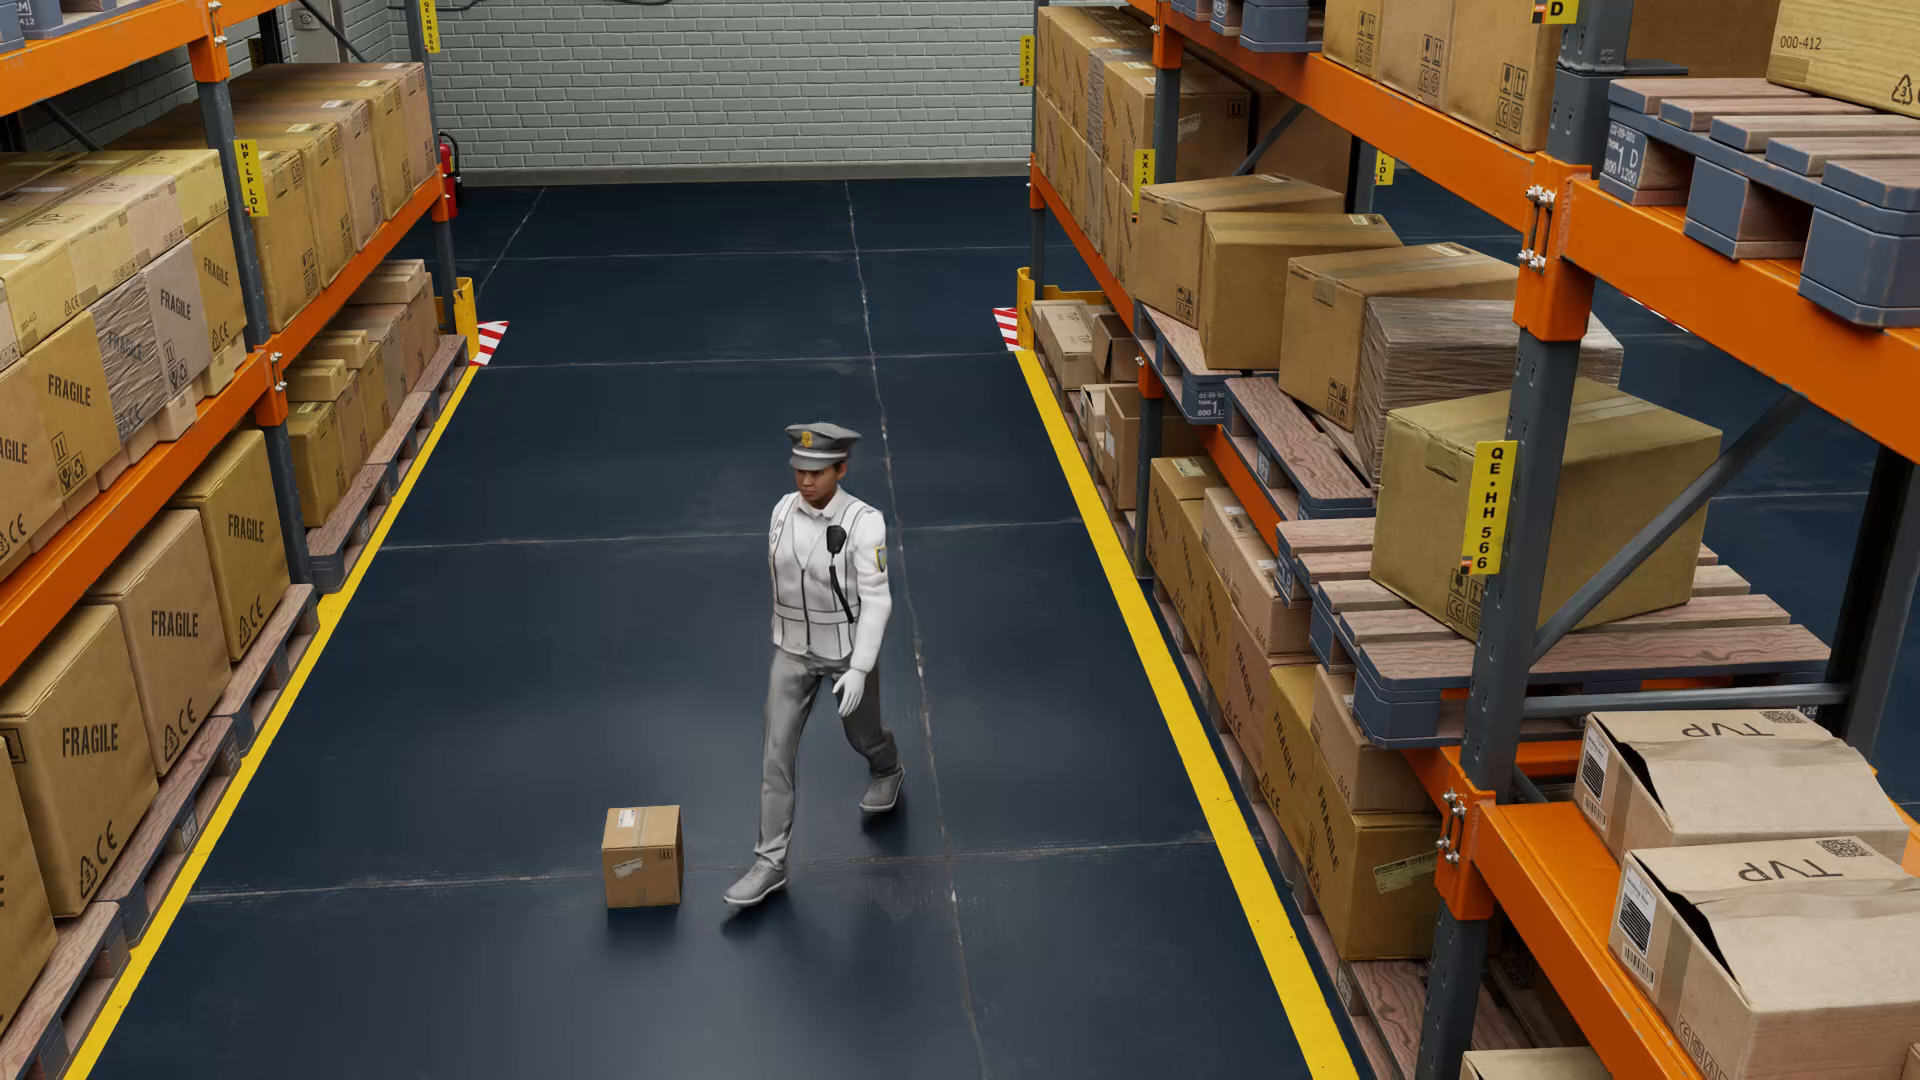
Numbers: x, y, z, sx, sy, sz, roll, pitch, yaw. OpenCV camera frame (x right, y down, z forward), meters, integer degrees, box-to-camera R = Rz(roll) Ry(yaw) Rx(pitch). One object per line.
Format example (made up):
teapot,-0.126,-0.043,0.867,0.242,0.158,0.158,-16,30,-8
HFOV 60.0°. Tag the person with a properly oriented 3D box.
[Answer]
person,-0.473,0.389,5.714,0.496,1.625,0.984,8,25,17
